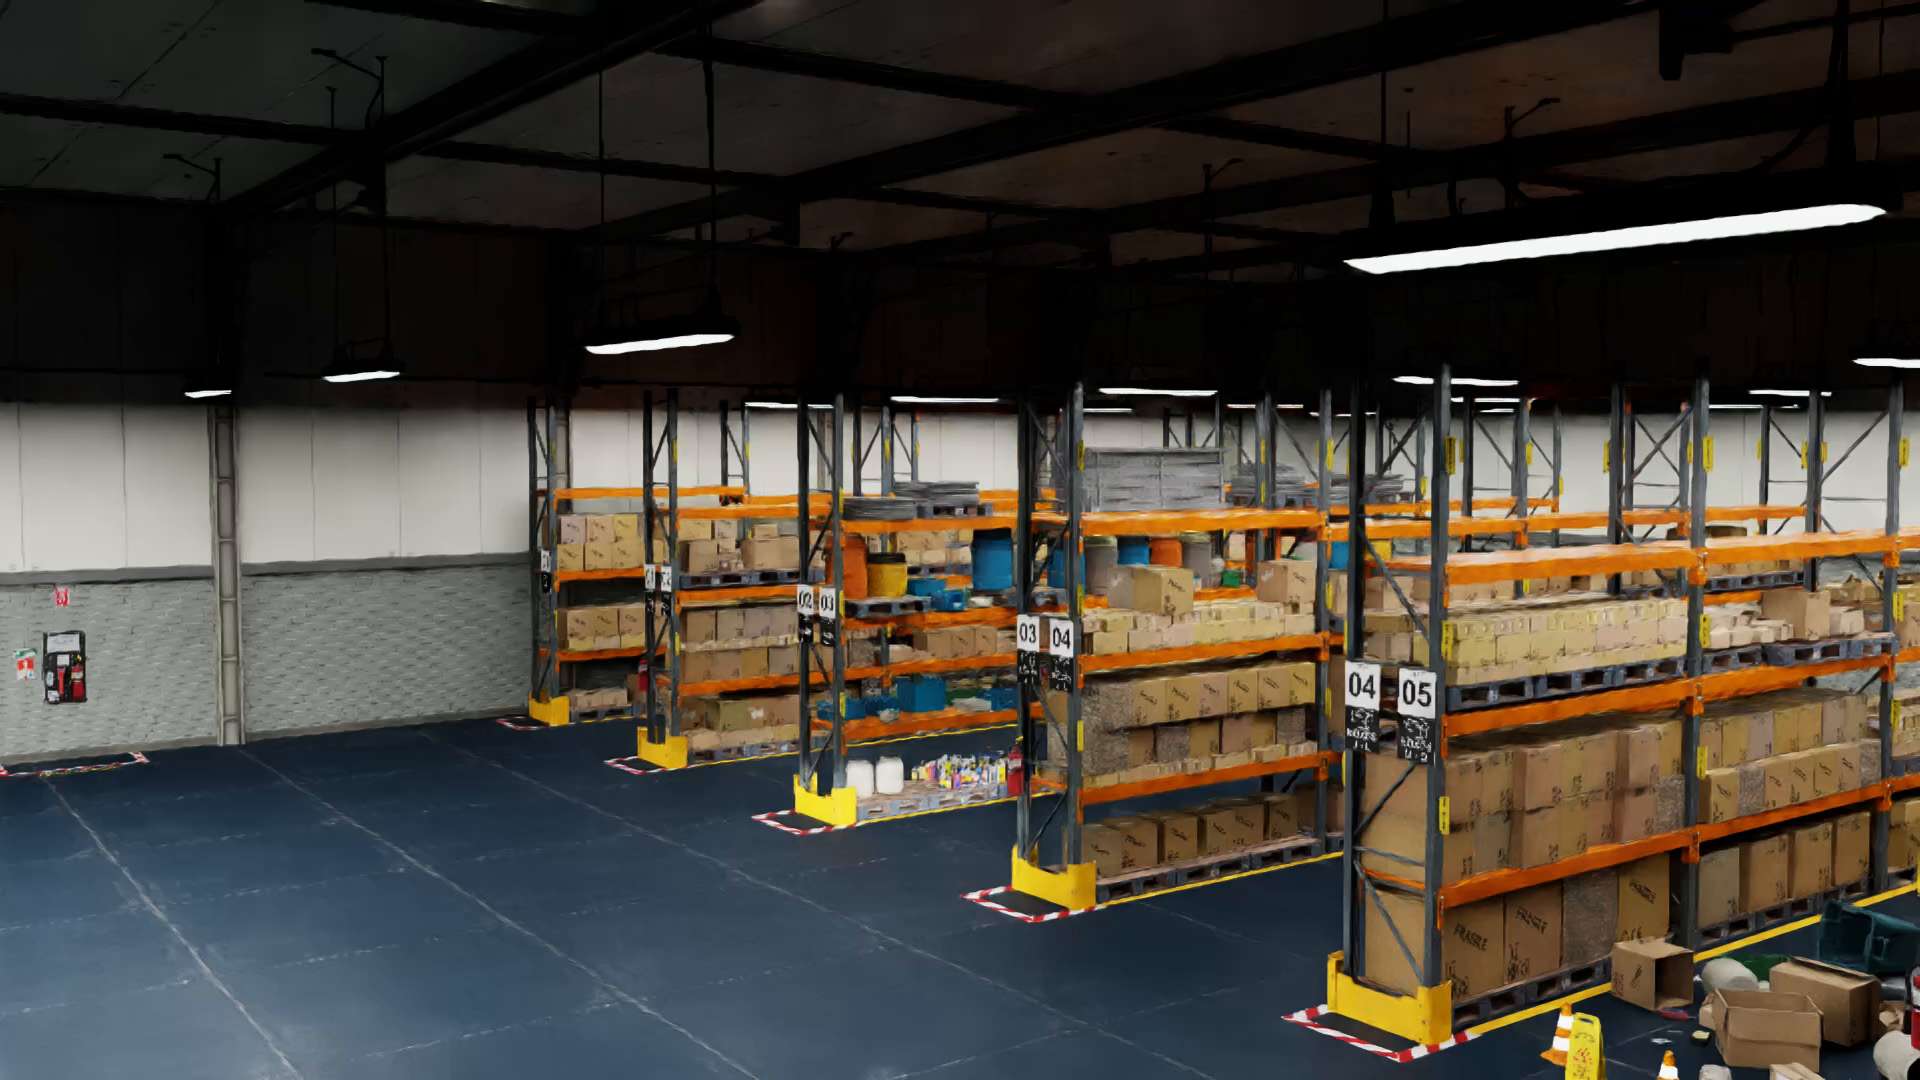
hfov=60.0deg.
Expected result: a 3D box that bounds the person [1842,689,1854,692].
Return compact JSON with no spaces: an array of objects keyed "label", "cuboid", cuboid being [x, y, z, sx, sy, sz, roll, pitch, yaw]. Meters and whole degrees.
[{"label":"person","cuboid":[12.461,2.935,23.359,0.416,1.677,0.537,2,4,25]}]

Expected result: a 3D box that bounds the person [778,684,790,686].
[{"label":"person","cuboid":[-3.240,2.554,30.474,0.394,1.601,0.469,1,4,23]}]

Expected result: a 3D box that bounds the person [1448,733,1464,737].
[{"label":"person","cuboid":[6.277,3.130,20.847,0.507,1.619,0.580,-3,4,-38]}]
